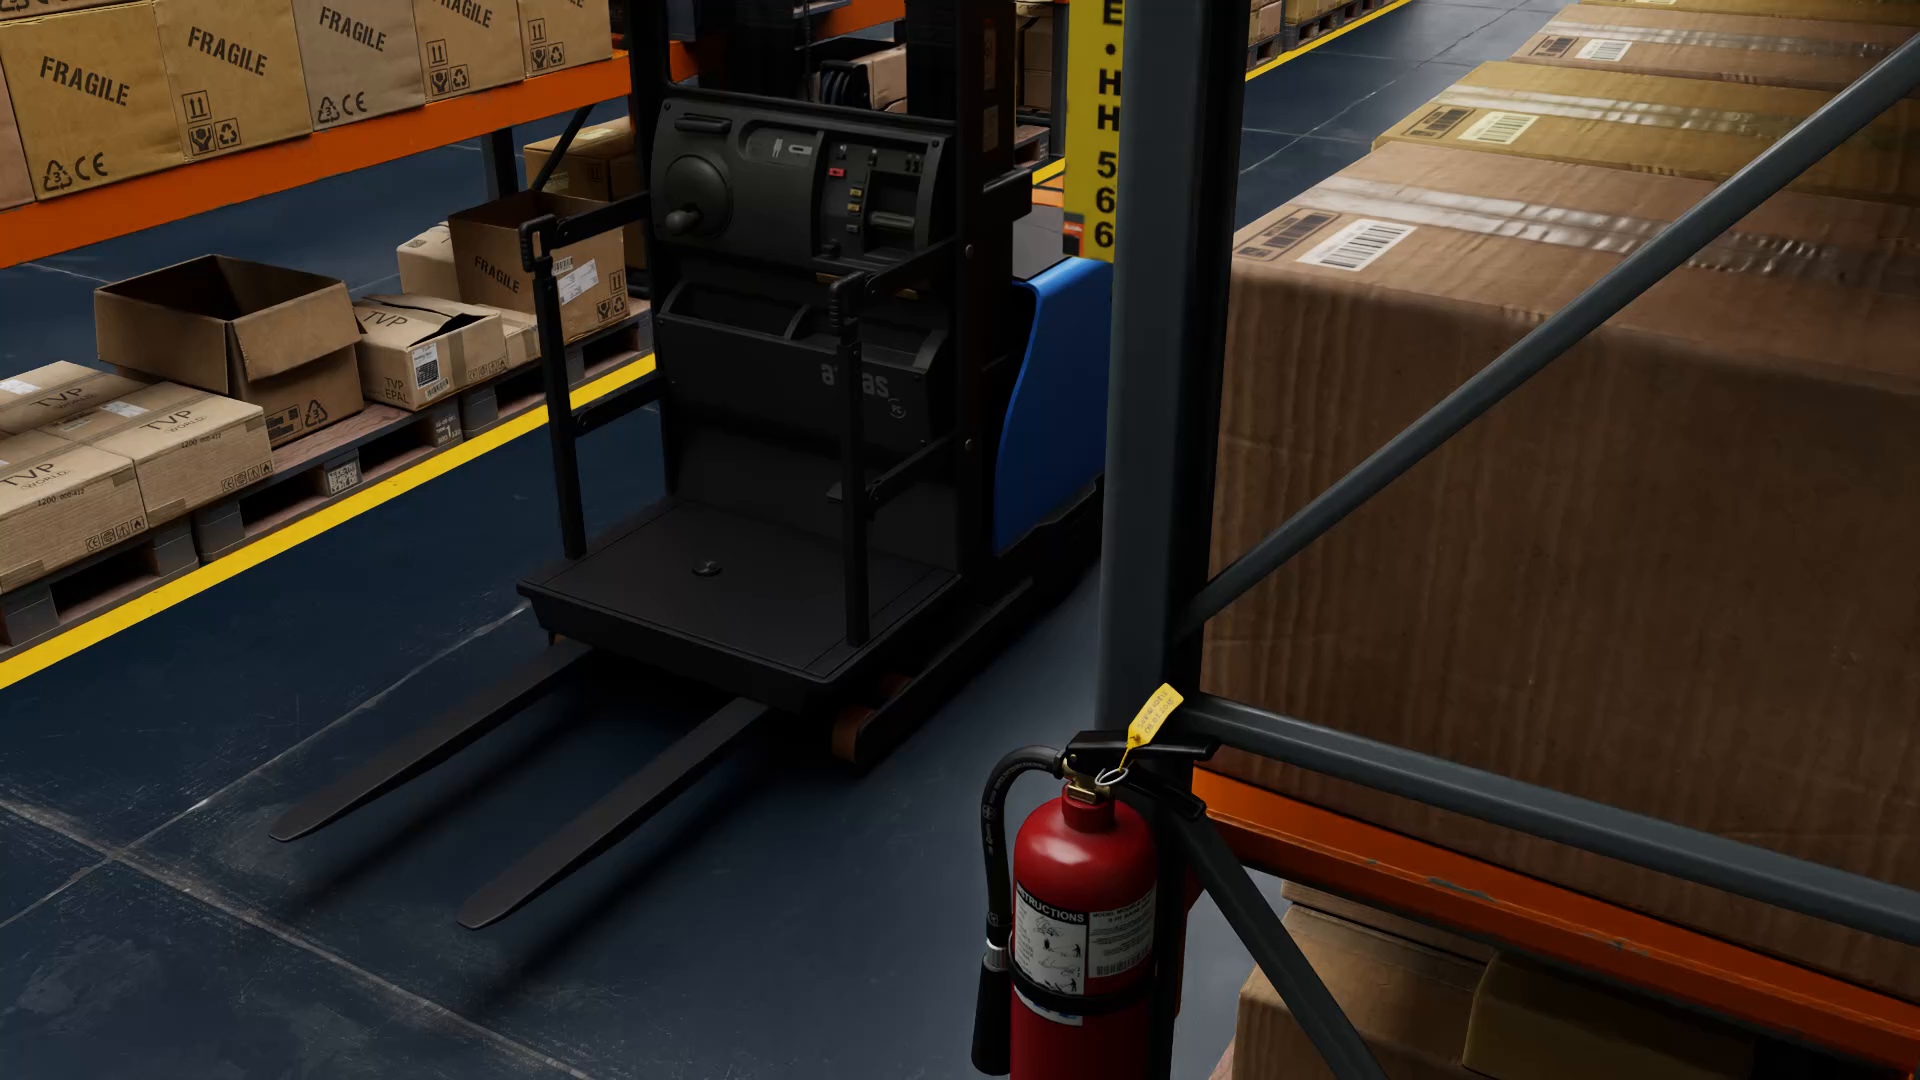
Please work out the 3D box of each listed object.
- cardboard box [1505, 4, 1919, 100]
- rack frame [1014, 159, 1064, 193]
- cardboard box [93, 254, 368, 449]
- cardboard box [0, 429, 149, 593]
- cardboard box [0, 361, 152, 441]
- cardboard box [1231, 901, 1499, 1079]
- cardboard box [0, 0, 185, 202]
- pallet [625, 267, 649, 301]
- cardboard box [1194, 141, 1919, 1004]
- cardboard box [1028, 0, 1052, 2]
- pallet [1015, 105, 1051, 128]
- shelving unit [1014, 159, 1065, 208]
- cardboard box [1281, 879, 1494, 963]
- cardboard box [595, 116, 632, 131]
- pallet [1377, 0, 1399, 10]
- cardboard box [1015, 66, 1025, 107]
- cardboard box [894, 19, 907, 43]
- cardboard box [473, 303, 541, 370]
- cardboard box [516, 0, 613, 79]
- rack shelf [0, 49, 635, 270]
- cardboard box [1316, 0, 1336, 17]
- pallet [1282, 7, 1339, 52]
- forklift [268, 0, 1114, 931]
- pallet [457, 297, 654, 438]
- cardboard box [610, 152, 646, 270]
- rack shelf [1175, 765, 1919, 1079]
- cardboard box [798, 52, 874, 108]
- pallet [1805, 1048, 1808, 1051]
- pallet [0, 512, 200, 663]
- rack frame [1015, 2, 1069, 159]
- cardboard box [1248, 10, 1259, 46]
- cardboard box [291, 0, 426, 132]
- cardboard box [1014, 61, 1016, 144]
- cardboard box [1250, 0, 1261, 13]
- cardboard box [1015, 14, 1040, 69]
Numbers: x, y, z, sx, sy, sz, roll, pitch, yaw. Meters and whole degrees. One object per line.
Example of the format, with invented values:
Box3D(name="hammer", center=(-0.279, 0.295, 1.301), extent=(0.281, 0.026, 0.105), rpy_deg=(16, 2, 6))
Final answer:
Box3D(name="cardboard box", center=(1.596, -0.617, 3.297), extent=(0.980, 0.700, 0.700), rpy_deg=(13, 29, 24))
Box3D(name="rack frame", center=(0.270, -0.737, 5.881), extent=(0.240, 1.200, 0.015), rpy_deg=(15, 30, 27))
Box3D(name="cardboard box", center=(-2.644, -0.696, 6.087), extent=(0.797, 0.503, 0.637), rpy_deg=(14, 30, 26))
Box3D(name="cardboard box", center=(-2.931, -0.102, 5.182), extent=(0.500, 0.250, 0.500), rpy_deg=(14, 30, 26))
Box3D(name="cardboard box", center=(-3.145, -0.387, 5.753), extent=(0.500, 0.250, 0.500), rpy_deg=(14, 30, 26))
Box3D(name="cardboard box", center=(0.880, 0.934, 2.856), extent=(0.700, 0.500, 0.500), rpy_deg=(14, 30, 26))
Box3D(name="cardboard box", center=(-2.745, -1.347, 4.978), extent=(0.500, 0.500, 0.500), rpy_deg=(14, 30, 26))
Box3D(name="pallet", center=(-1.357, -1.427, 8.366), extent=(1.003, 0.211, 1.213), rpy_deg=(14, 30, 26))
Box3D(name="cardboard box", center=(0.865, -0.036, 2.136), extent=(0.980, 0.700, 0.700), rpy_deg=(16, 31, 28))
Box3D(name="cardboard box", center=(0.788, -3.775, 11.917), extent=(0.500, 0.311, 0.500), rpy_deg=(14, 30, 26))
Box3D(name="pallet", center=(0.683, -2.973, 11.454), extent=(1.003, 0.211, 1.213), rpy_deg=(14, 30, 26))
Box3D(name="shelving unit", center=(0.395, -0.831, 6.069), extent=(0.258, 1.200, 0.503), rpy_deg=(15, 30, 27))
Box3D(name="cardboard box", center=(0.785, 0.554, 2.891), extent=(0.380, 0.149, 0.250), rpy_deg=(14, 30, 26))
Box3D(name="cardboard box", center=(-1.480, -1.874, 8.444), extent=(0.500, 0.500, 0.500), rpy_deg=(14, 30, 26))
Box3D(name="pallet", center=(3.840, -5.472, 16.444), extent=(1.003, 0.211, 1.213), rpy_deg=(14, 30, 26))
Box3D(name="cardboard box", center=(0.290, -3.125, 11.244), extent=(0.500, 0.250, 0.500), rpy_deg=(15, 30, 27))
Box3D(name="cardboard box", center=(-0.036, -2.883, 9.622), extent=(0.500, 0.250, 0.500), rpy_deg=(15, 30, 28))
Box3D(name="cardboard box", center=(-1.889, -0.827, 6.745), extent=(0.380, 0.149, 0.250), rpy_deg=(14, 30, 26))
Box3D(name="cardboard box", center=(-1.746, -2.142, 6.567), extent=(0.500, 0.500, 0.500), rpy_deg=(15, 30, 27))
Box3D(name="rack shelf", center=(-2.708, -1.248, 5.696), extent=(1.077, 0.370, 4.000), rpy_deg=(14, 30, 26))
Box3D(name="cardboard box", center=(2.954, -4.733, 14.456), extent=(0.500, 0.250, 0.500), rpy_deg=(14, 30, 26))
Box3D(name="pallet", center=(2.639, -4.521, 14.545), extent=(1.003, 0.211, 1.213), rpy_deg=(14, 30, 26))
Box3D(name="forklift", center=(-0.561, -0.932, 4.338), extent=(1.130, 2.935, 3.031), rpy_deg=(15, 30, 27))
Box3D(name="pallet", center=(-2.063, -0.835, 7.182), extent=(1.003, 0.211, 1.213), rpy_deg=(14, 30, 26))
Box3D(name="cardboard box", center=(-1.274, -1.563, 7.822), extent=(0.500, 0.500, 0.500), rpy_deg=(13, 29, 24))
Box3D(name="rack shelf", center=(1.607, -0.159, 3.519), extent=(1.077, 0.370, 4.000), rpy_deg=(14, 30, 26))
Box3D(name="cardboard box", center=(-0.782, -2.288, 8.433), extent=(0.500, 0.250, 0.500), rpy_deg=(14, 30, 26))
Box3D(name="pallet", center=(1.549, 0.744, 4.029), extent=(1.003, 0.211, 1.213), rpy_deg=(14, 30, 26))
Box3D(name="pallet", center=(-3.263, 0.116, 5.282), extent=(1.003, 0.211, 1.213), rpy_deg=(14, 30, 26))
Box3D(name="rack frame", center=(0.244, -3.908, 10.206), extent=(1.000, 3.000, 0.127), rpy_deg=(14, 30, 26))
Box3D(name="cardboard box", center=(2.010, -4.003, 12.998), extent=(0.500, 0.250, 0.500), rpy_deg=(14, 30, 25))
Box3D(name="cardboard box", center=(-2.250, -1.741, 5.764), extent=(0.500, 0.500, 0.500), rpy_deg=(15, 30, 27))
Box3D(name="cardboard box", center=(-0.012, -2.571, 9.835), extent=(0.500, 0.500, 0.500), rpy_deg=(15, 30, 28))
Box3D(name="cardboard box", center=(2.011, -4.251, 12.867), extent=(0.500, 0.311, 0.500), rpy_deg=(15, 30, 28))
Box3D(name="cardboard box", center=(0.287, -3.375, 11.118), extent=(0.500, 0.311, 0.500), rpy_deg=(15, 30, 27))
